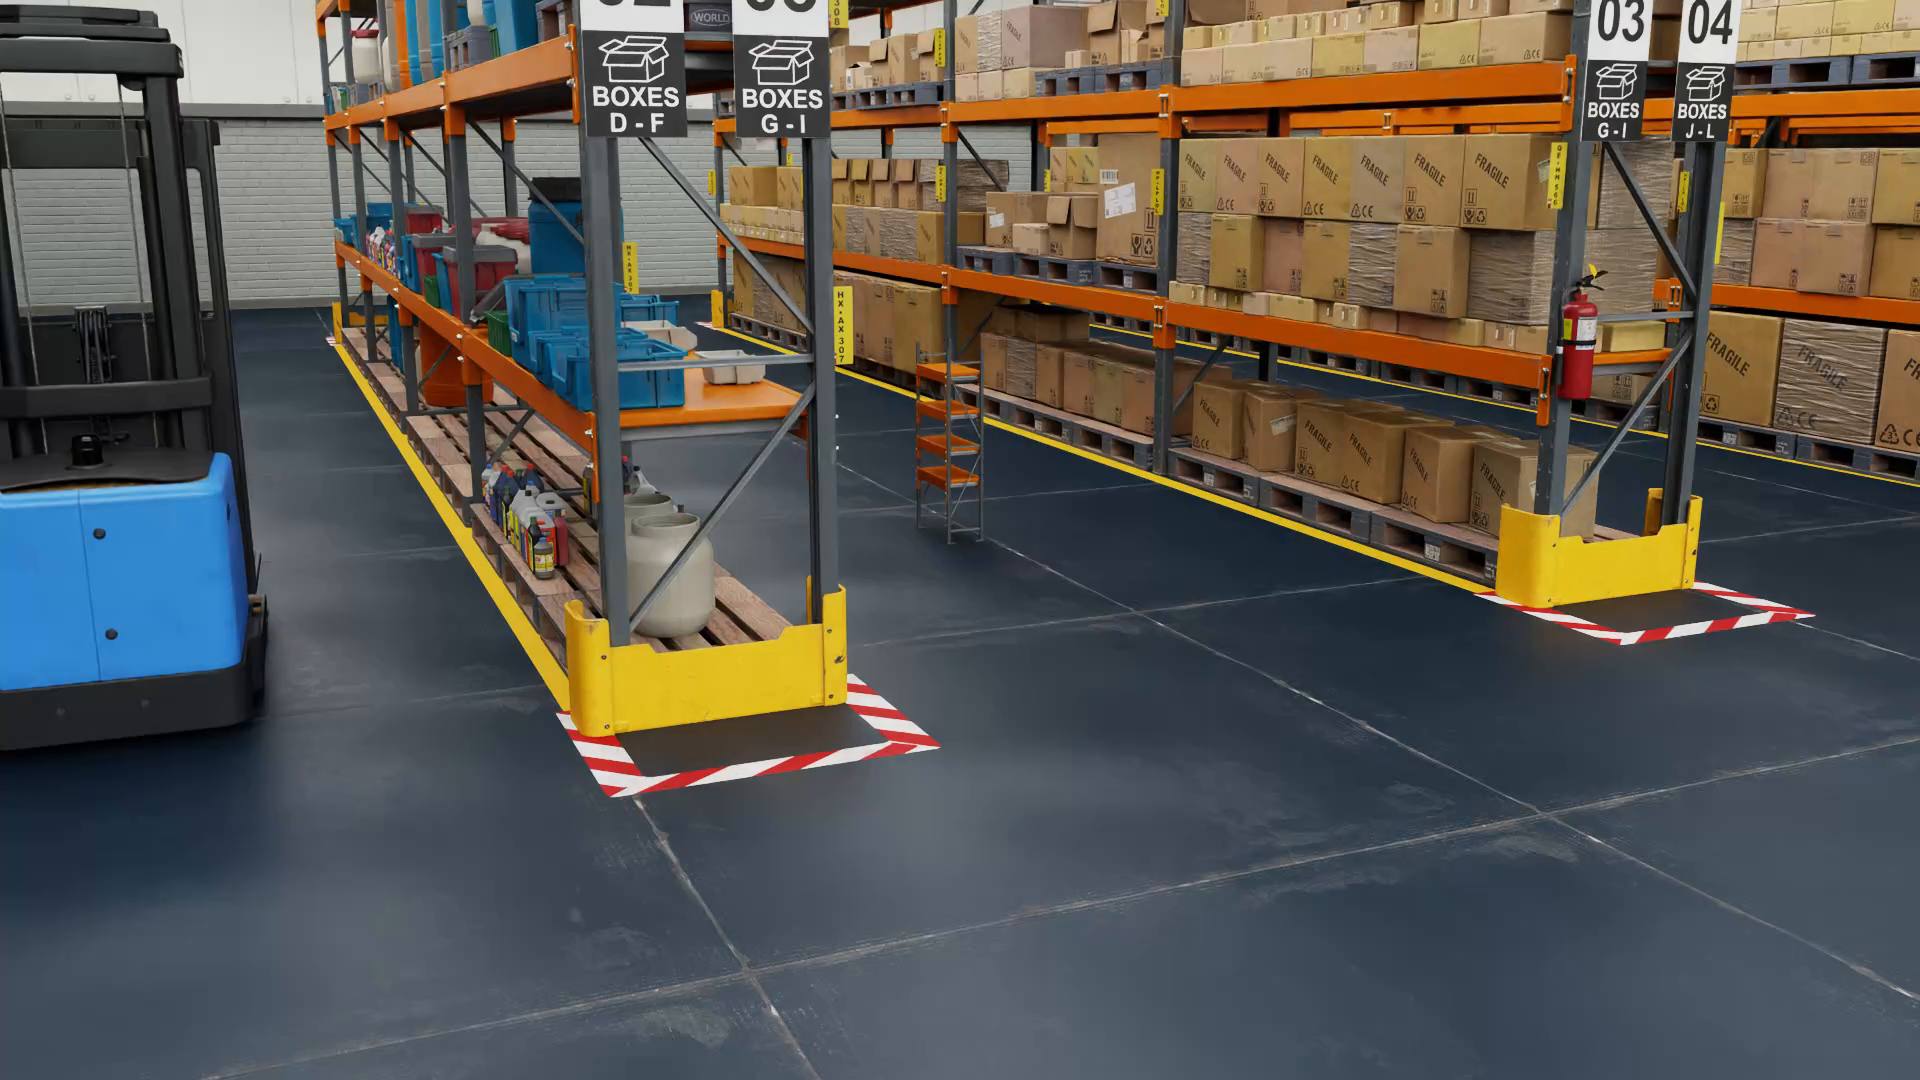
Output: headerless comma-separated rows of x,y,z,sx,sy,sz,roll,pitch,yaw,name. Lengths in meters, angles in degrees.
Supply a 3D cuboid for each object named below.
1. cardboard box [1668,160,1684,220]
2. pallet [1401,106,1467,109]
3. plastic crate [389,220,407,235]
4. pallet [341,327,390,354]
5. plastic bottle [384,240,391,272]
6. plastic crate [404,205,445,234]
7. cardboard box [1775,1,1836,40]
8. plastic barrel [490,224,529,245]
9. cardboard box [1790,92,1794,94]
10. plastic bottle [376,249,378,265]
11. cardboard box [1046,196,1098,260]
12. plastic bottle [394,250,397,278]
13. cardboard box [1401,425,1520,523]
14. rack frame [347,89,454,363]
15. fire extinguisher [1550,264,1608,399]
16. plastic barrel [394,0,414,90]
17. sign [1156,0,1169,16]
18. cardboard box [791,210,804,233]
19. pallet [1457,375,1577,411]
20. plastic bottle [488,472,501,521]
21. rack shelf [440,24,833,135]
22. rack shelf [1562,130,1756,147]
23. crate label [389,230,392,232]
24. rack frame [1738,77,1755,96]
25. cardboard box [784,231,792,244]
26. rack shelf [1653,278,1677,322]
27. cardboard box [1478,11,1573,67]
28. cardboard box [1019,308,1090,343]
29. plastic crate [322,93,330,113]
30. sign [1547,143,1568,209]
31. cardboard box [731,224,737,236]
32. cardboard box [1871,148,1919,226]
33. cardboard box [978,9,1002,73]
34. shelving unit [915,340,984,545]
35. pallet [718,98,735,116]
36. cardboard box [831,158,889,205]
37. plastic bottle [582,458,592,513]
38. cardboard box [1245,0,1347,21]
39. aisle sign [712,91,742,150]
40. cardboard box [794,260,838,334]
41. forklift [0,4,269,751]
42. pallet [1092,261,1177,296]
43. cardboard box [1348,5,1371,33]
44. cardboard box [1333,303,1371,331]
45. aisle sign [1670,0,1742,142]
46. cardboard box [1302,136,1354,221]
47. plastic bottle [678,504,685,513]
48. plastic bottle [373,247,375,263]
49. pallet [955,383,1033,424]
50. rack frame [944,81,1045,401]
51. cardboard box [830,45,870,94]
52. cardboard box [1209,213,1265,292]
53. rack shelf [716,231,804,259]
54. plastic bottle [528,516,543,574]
6.311,-3.059,14.496,0.700,0.500,0.500,-6,14,-24,cardboard box
5.219,-4.489,16.879,1.213,0.211,1.003,-5,14,-20,pallet
-6.256,-3.503,18.984,0.437,0.282,0.530,-6,14,-23,plastic crate
-7.120,-2.494,20.676,1.003,0.211,1.213,-6,14,-23,pallet
-5.221,-2.598,15.200,0.061,0.283,0.133,-6,14,-23,plastic bottle
-5.941,-3.467,18.423,0.402,0.464,0.583,-6,14,-23,plastic crate
6.658,-3.977,12.770,0.500,0.250,0.500,-6,14,-23,cardboard box
-3.258,-2.071,12.366,0.433,0.535,0.433,0,13,0,plastic barrel
9.481,-4.978,18.874,0.396,0.266,0.258,-6,14,-23,cardboard box
-5.584,-2.755,16.062,0.097,0.201,0.097,0,13,0,plastic bottle
1.151,-2.599,13.786,0.797,0.503,0.637,-4,14,-17,cardboard box
-4.856,-2.409,14.385,0.061,0.283,0.133,-6,14,-23,plastic bottle
3.027,-0.406,10.082,0.500,0.500,0.500,-2,13,-8,cardboard box
-5.813,-3.200,17.542,1.000,3.000,0.127,-6,14,-23,rack frame
3.156,-1.065,8.490,0.296,0.674,0.183,-6,14,-23,fire extinguisher
-3.818,-3.719,12.183,0.600,0.830,0.708,-6,14,-23,plastic barrel
1.423,-3.848,11.673,0.100,0.325,0.005,-6,14,-23,sign
-1.692,-3.786,19.750,0.500,0.250,0.500,-6,14,-24,cardboard box
5.645,-1.468,16.244,1.003,0.211,1.213,-6,14,-23,pallet
-2.727,-0.264,9.925,0.152,0.276,0.135,-5,14,-21,plastic bottle
-1.807,-2.245,8.359,1.077,0.370,4.000,-6,14,-23,rack shelf
11.551,-6.515,26.811,1.077,0.370,4.000,-6,14,-23,rack shelf
-6.686,-3.658,19.975,0.396,0.136,0.243,-6,14,-23,crate label
9.408,-6.638,19.096,1.000,3.000,0.127,-6,14,-23,rack frame
-1.903,-3.664,20.107,0.380,0.149,0.250,-6,14,-24,cardboard box
5.714,-2.484,16.046,1.077,0.370,4.000,-6,14,-23,rack shelf
3.107,-2.633,8.773,0.500,0.250,0.500,-5,14,-22,cardboard box
0.845,-1.938,14.996,0.500,0.250,0.500,-4,14,-17,cardboard box
-7.516,-5.319,20.337,0.497,0.269,0.590,-6,14,-23,plastic crate
3.016,-1.840,8.398,0.100,0.325,0.005,-6,14,-23,sign
-2.830,-4.142,22.172,0.380,0.149,0.250,-6,14,-24,cardboard box
7.268,-2.605,12.247,0.875,0.550,0.500,-6,14,-23,cardboard box
0.480,-4.349,14.525,0.500,0.500,0.500,-6,14,-23,cardboard box
-0.066,-0.619,10.382,0.258,1.200,0.503,-6,14,-23,shelving unit
-2.570,-5.739,22.060,1.003,0.211,1.213,-6,14,-23,pallet
-1.011,-4.053,18.784,0.797,0.503,0.637,-6,14,-24,cardboard box
-2.218,-0.351,10.131,0.144,0.351,0.185,-6,14,-23,plastic bottle
2.344,-3.823,11.592,0.500,0.500,0.500,-6,14,-25,cardboard box
-3.180,-5.728,22.700,0.394,0.787,0.004,-6,14,-23,aisle sign
-1.466,-2.960,20.288,0.875,0.875,0.875,-6,14,-23,cardboard box
-3.935,-0.882,7.680,1.130,2.935,3.031,-5,14,-20,forklift
1.757,-2.072,13.095,1.003,0.211,1.213,-6,14,-23,pallet
2.554,-3.110,9.950,0.380,0.149,0.250,-6,15,-26,cardboard box
2.532,-1.386,10.263,0.380,0.149,0.250,-6,14,-23,cardboard box
3.832,-2.449,8.532,0.394,0.787,0.004,-6,14,-23,aisle sign
2.489,-2.250,10.341,0.500,0.500,0.500,-6,14,-23,cardboard box
-1.520,-0.063,9.036,0.061,0.283,0.133,-5,14,-22,plastic bottle
-5.730,-2.831,16.388,0.097,0.201,0.097,0,13,0,plastic bottle
0.640,-1.301,15.521,1.003,0.211,1.213,-6,14,-23,pallet
0.328,-2.821,15.905,1.000,3.000,0.127,-6,14,-23,rack frame
-1.033,-5.243,18.565,0.700,0.500,0.500,-5,14,-22,cardboard box
2.222,-1.983,11.403,0.875,0.500,0.500,-6,14,-23,cardboard box
-2.076,-3.710,21.342,1.077,0.370,4.000,-6,14,-23,rack shelf
-2.207,0.026,8.652,0.061,0.283,0.133,-5,14,-22,plastic bottle
